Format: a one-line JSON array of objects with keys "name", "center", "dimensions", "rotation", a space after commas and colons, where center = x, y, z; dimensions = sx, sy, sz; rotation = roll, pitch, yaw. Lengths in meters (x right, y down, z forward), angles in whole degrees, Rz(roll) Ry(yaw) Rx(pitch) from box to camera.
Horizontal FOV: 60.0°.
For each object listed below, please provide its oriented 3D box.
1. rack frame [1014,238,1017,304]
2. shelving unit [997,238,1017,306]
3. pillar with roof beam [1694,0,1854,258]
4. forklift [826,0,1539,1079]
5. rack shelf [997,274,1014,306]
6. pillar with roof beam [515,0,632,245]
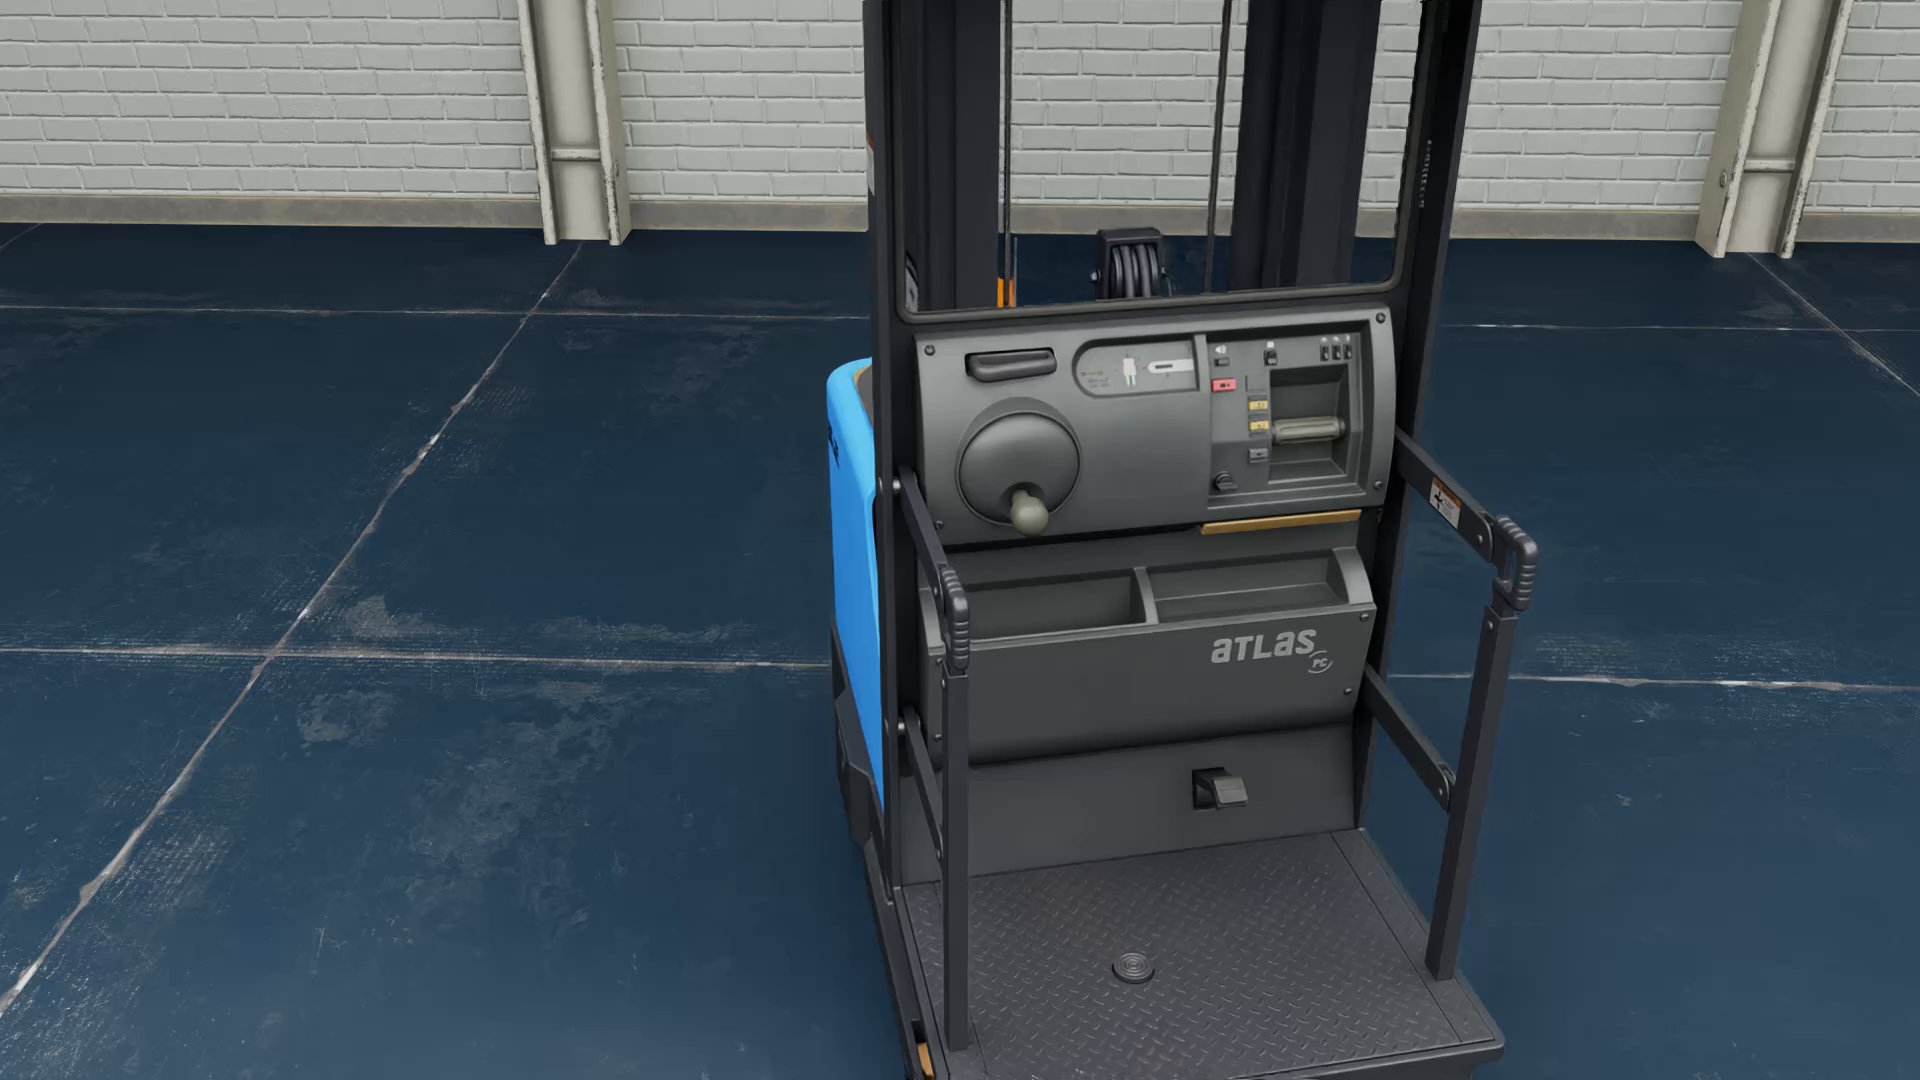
[{"name": "rack frame", "center": [0.175, -0.461, 5.499], "dimensions": [0.008, 1.050, 0.200], "rotation": [1, 28, 2]}, {"name": "shelving unit", "center": [0.053, -0.463, 5.502], "dimensions": [0.252, 1.050, 0.215], "rotation": [1, 28, 2]}, {"name": "pillar with roof beam", "center": [3.887, -3.469, 2.687], "dimensions": [0.400, 9.000, 9.100], "rotation": [1, 28, 2]}, {"name": "forklift", "center": [0.425, -0.186, 2.971], "dimensions": [1.130, 2.935, 3.031], "rotation": [-5, 28, -10]}, {"name": "rack shelf", "center": [0.053, -0.704, 5.374], "dimensions": [0.240, 0.259, 0.215], "rotation": [1, 28, 2]}, {"name": "pillar with roof beam", "center": [-2.110, -3.569, 2.874], "dimensions": [0.400, 9.000, 9.100], "rotation": [1, 28, 2]}]
